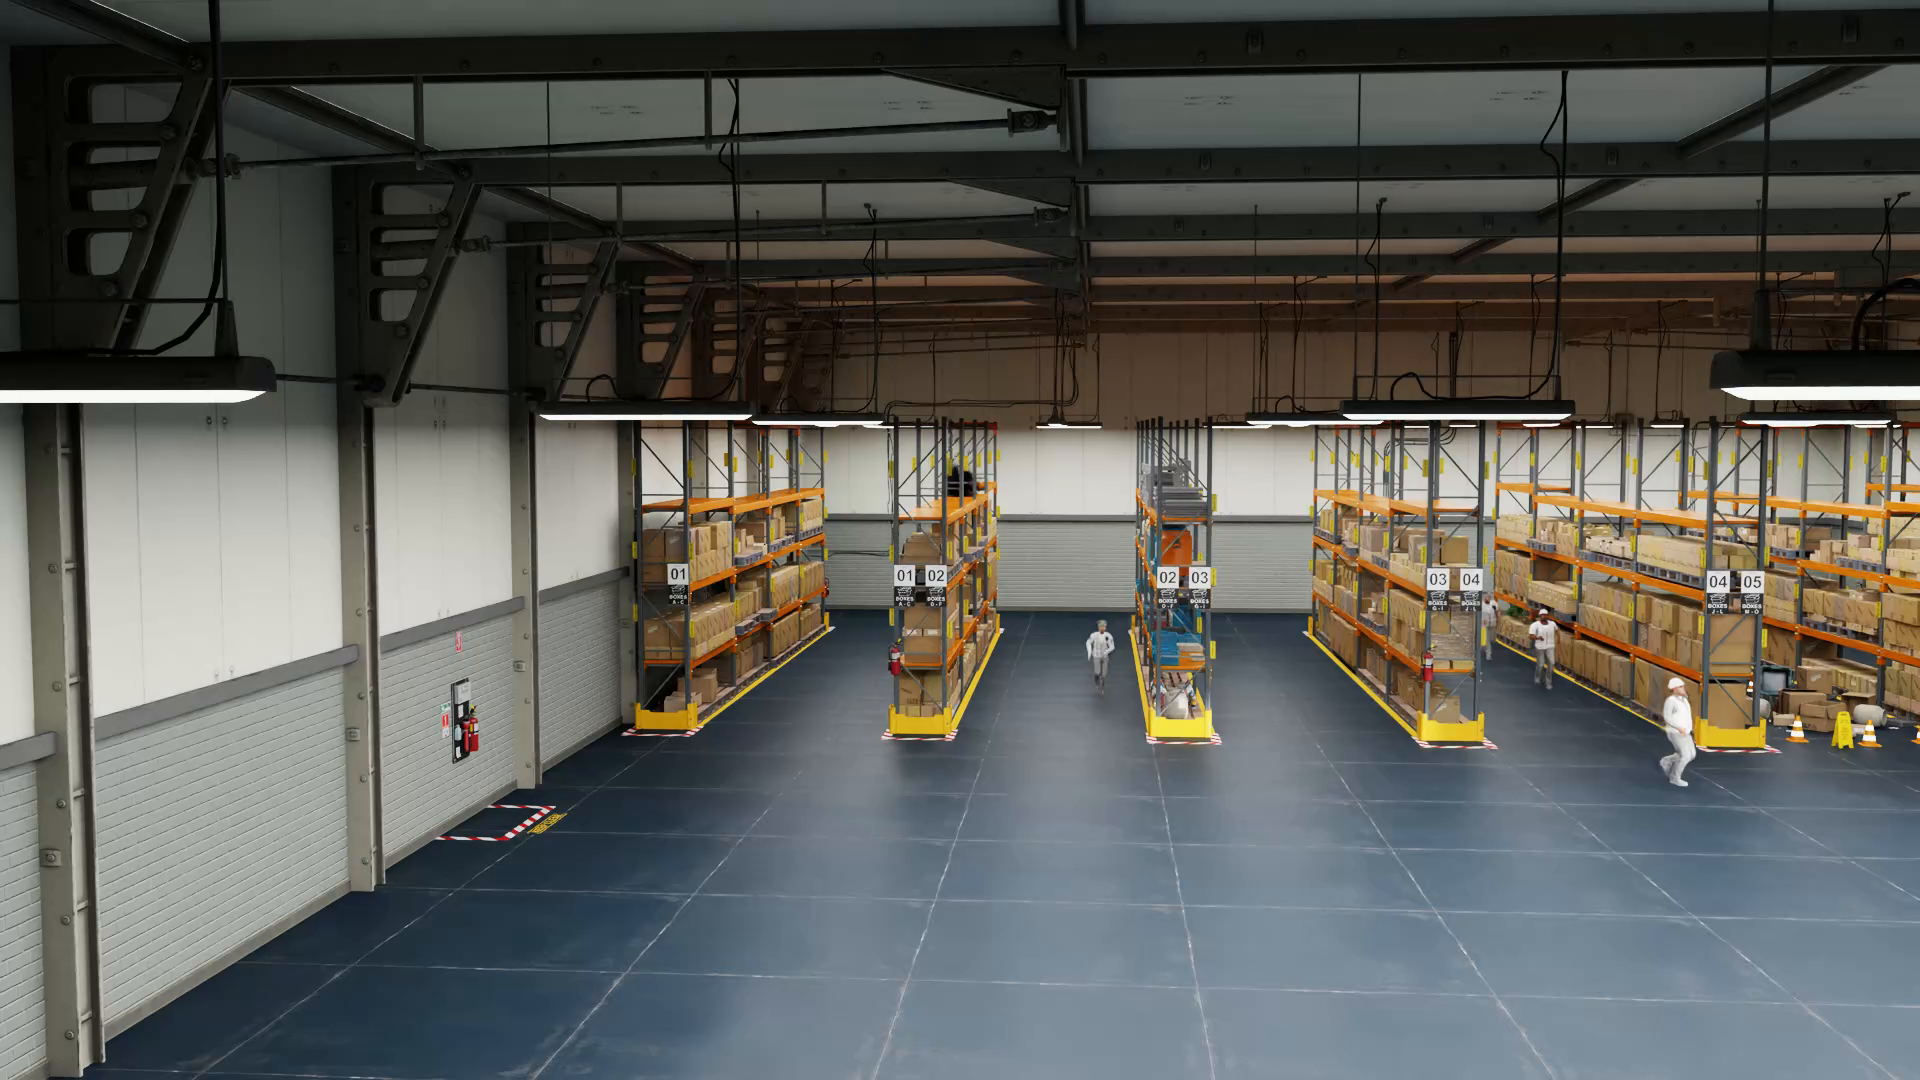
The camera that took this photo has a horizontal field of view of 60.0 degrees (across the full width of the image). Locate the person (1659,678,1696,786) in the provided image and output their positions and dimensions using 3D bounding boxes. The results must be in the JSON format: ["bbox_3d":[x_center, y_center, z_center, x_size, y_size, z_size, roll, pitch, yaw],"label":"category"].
[{"bbox_3d":[11.628,3.101,26.990,0.663,1.739,0.540,-4,5,-45],"label":"person"}]

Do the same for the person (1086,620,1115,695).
[{"bbox_3d":[3.041,2.540,35.862,0.583,1.647,0.692,0,4,-2],"label":"person"}]

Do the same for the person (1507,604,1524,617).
[{"bbox_3d":[15.864,1.752,47.576,0.732,1.731,0.951,2,4,27],"label":"person"}]

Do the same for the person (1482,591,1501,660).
[{"bbox_3d":[13.317,2.141,42.037,0.690,1.752,0.713,0,4,1],"label":"person"}]

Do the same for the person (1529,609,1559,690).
[{"bbox_3d":[13.061,2.438,37.140,0.706,1.803,0.764,0,4,7],"label":"person"}]
